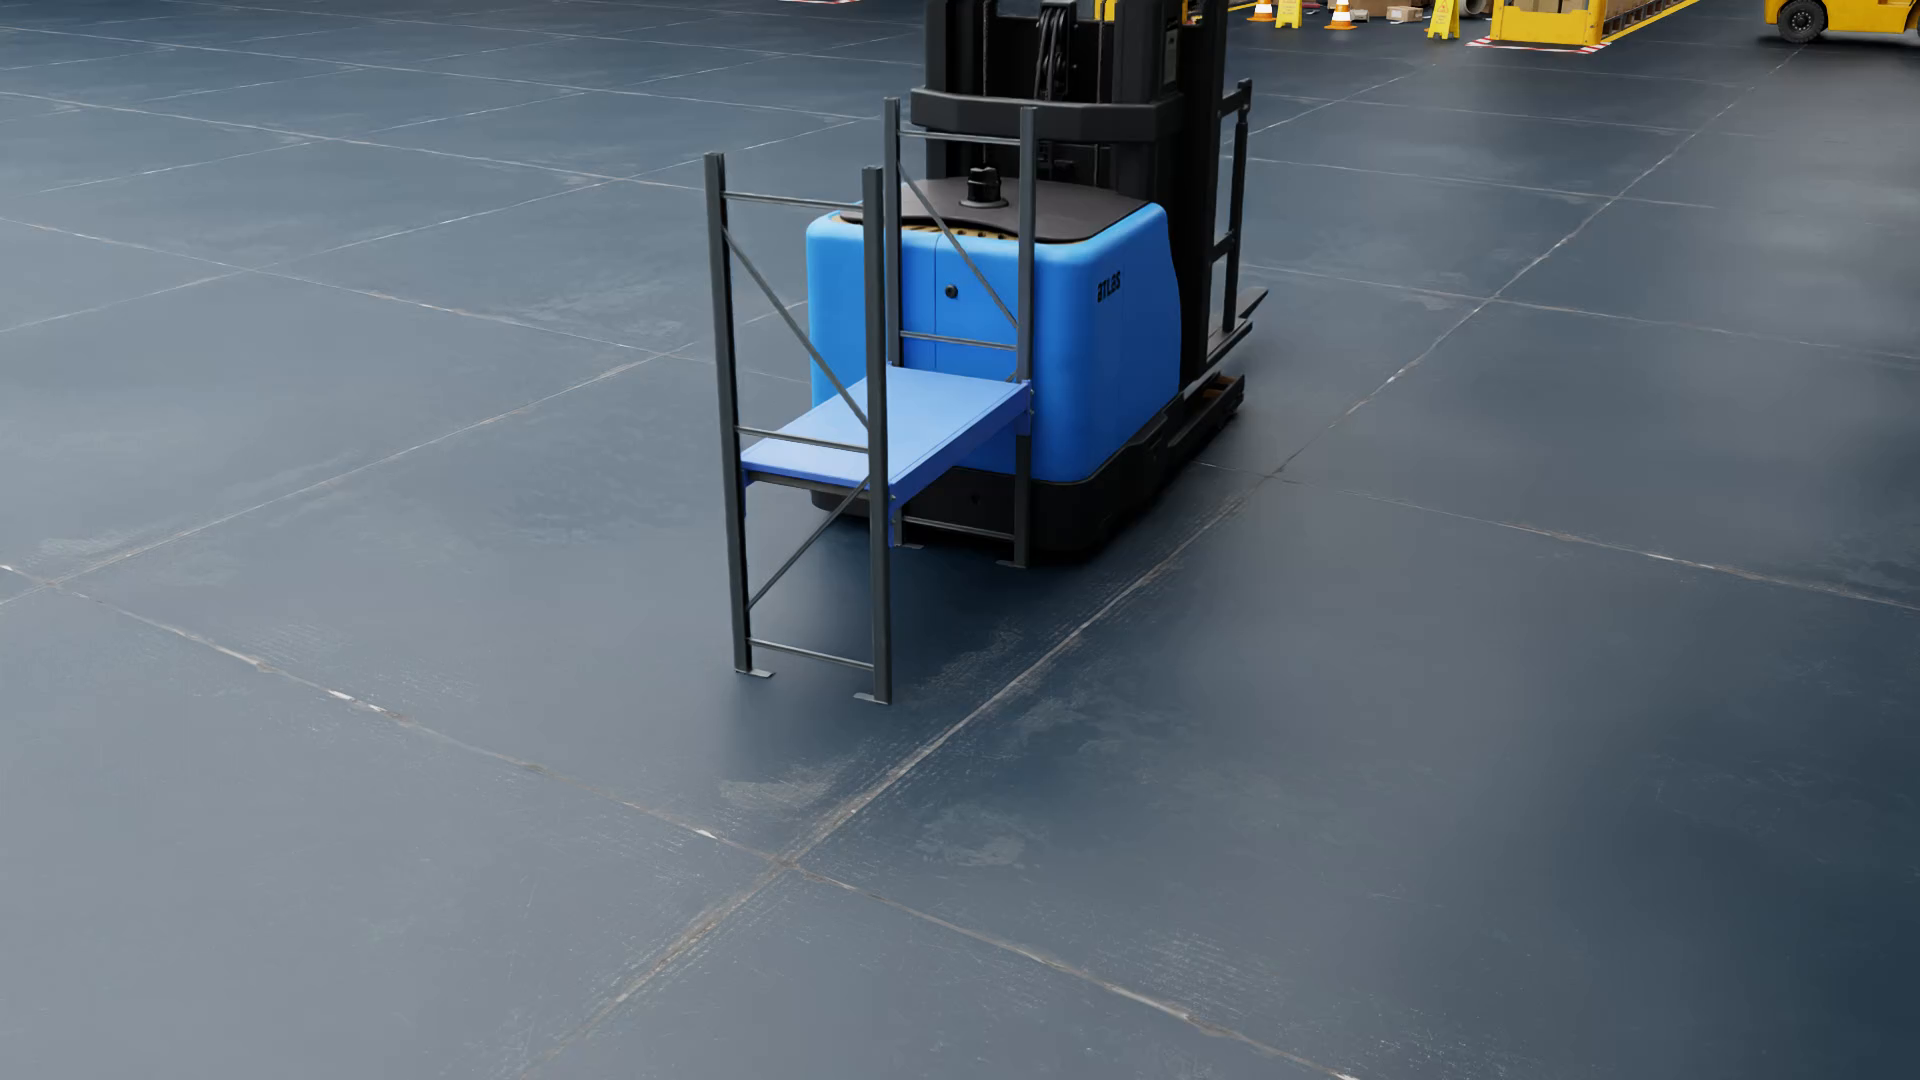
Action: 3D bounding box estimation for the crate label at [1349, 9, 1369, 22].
[{"bbox_3d":[4.919,-6.474,20.533,0.250,0.136,0.298,1,23,2],"label":"crate label"}]

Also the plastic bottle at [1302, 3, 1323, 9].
[{"bbox_3d":[4.659,-7.075,22.017,0.283,0.061,0.133,5,24,11],"label":"plastic bottle"}]

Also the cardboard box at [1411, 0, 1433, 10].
[{"bbox_3d":[5.810,-7.334,21.886,0.797,0.637,0.503,14,27,29],"label":"cardboard box"}]

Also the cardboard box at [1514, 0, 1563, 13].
[{"bbox_3d":[6.759,-6.245,19.331,0.500,0.250,0.500,14,27,29],"label":"cardboard box"}]

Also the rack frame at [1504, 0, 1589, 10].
[{"bbox_3d":[6.548,-6.976,18.089,1.000,3.000,0.127,14,27,29],"label":"rack frame"}]

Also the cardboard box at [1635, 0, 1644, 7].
[{"bbox_3d":[8.030,-6.649,20.266,0.500,0.250,0.500,14,27,30],"label":"cardboard box"}]

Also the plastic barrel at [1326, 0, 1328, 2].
[{"bbox_3d":[5.104,-7.443,22.410,0.421,0.421,0.512,-7,24,-17],"label":"plastic barrel"}]

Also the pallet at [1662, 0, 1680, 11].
[{"bbox_3d":[9.068,-7.310,22.370,1.003,0.211,1.213,14,27,29],"label":"pallet"}]

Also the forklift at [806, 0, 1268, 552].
[{"bbox_3d":[0.544,-1.860,6.358,1.130,2.935,3.031,10,25,22],"label":"forklift"}]

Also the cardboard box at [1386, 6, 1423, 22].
[{"bbox_3d":[5.523,-6.533,20.655,0.250,0.149,0.380,-12,26,-26],"label":"cardboard box"}]

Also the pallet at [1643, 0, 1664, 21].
[{"bbox_3d":[8.334,-6.813,21.221,1.003,0.211,1.213,14,27,29],"label":"pallet"}]

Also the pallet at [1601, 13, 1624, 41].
[{"bbox_3d":[7.047,-5.989,19.319,1.003,0.211,1.213,14,27,29],"label":"pallet"}]

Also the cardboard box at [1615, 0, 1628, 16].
[{"bbox_3d":[7.484,-6.292,19.442,0.500,0.250,0.500,15,28,31],"label":"cardboard box"}]

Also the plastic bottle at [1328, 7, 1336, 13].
[{"bbox_3d":[4.839,-6.860,21.519,0.133,0.061,0.283,5,24,11],"label":"plastic bottle"}]

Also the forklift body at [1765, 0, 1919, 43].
[{"bbox_3d":[10.218,-6.570,18.220,2.313,2.155,1.214,14,27,29],"label":"forklift body"}]

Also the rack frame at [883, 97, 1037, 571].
[{"bbox_3d":[-0.003,-0.634,5.326,0.500,1.500,0.032,10,25,22],"label":"rack frame"}]

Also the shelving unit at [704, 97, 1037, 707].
[{"bbox_3d":[-0.214,-0.450,4.901,0.538,1.500,1.048,10,25,22],"label":"shelving unit"}]

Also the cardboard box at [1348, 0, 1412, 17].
[{"bbox_3d":[5.324,-6.954,21.180,0.797,0.503,0.637,-3,24,-7],"label":"cardboard box"}]

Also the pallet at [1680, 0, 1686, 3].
[{"bbox_3d":[9.710,-7.723,23.325,1.003,0.211,1.213,14,27,29],"label":"pallet"}]

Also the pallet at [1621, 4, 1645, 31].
[{"bbox_3d":[7.691,-6.399,20.266,1.003,0.211,1.213,14,27,29],"label":"pallet"}]

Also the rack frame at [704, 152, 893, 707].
[{"bbox_3d":[-0.424,-0.266,4.477,0.500,1.500,0.032,10,25,22],"label":"rack frame"}]

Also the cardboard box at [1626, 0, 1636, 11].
[{"bbox_3d":[7.762,-6.479,19.873,0.500,0.250,0.500,16,28,32],"label":"cardboard box"}]

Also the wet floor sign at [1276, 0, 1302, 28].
[{"bbox_3d":[3.957,-6.474,19.894,0.267,0.644,0.232,9,25,20],"label":"wet floor sign"}]

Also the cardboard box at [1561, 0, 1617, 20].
[{"bbox_3d":[7.209,-6.122,19.047,0.500,0.250,0.500,14,27,29],"label":"cardboard box"}]

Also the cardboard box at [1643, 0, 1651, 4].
[{"bbox_3d":[8.302,-6.820,20.660,0.500,0.250,0.500,13,27,28],"label":"cardboard box"}]

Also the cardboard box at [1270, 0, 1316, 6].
[{"bbox_3d":[4.453,-7.445,22.314,0.500,0.500,0.500,20,30,38],"label":"cardboard box"}]

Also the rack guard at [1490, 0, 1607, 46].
[{"bbox_3d":[6.588,-5.855,18.645,1.175,0.500,0.348,14,27,29],"label":"rack guard"}]

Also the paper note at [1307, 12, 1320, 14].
[{"bbox_3d":[4.537,-6.776,21.365,0.142,0.017,0.144,-17,29,-35],"label":"paper note"}]

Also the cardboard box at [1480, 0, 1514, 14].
[{"bbox_3d":[6.937,-7.104,21.527,0.500,0.500,0.500,-7,24,-17],"label":"cardboard box"}]

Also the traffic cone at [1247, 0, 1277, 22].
[{"bbox_3d":[3.776,-6.697,20.637,0.336,0.463,0.334,14,27,29],"label":"traffic cone"}]

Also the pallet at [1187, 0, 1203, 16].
[{"bbox_3d":[2.645,-6.986,21.622,1.003,0.211,1.213,14,27,29],"label":"pallet"}]

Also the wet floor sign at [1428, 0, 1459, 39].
[{"bbox_3d":[5.539,-6.056,18.927,0.232,0.644,0.267,-17,29,-35],"label":"wet floor sign"}]

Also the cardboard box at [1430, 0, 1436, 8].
[{"bbox_3d":[6.405,-7.247,22.155,0.258,0.266,0.396,-3,24,-7],"label":"cardboard box"}]

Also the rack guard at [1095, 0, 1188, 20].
[{"bbox_3d":[2.277,-6.824,20.885,1.175,0.500,0.348,14,27,29],"label":"rack guard"}]

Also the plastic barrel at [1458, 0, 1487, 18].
[{"bbox_3d":[6.352,-6.808,20.944,0.421,0.421,0.512,-7,24,-17],"label":"plastic barrel"}]

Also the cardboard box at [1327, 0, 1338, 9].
[{"bbox_3d":[5.058,-7.109,21.837,0.396,0.266,0.258,20,30,38],"label":"cardboard box"}]

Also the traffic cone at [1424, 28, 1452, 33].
[{"bbox_3d":[5.679,-6.228,19.553,0.336,0.463,0.334,14,27,29],"label":"traffic cone"}]

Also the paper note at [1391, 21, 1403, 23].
[{"bbox_3d":[5.356,-6.350,20.380,0.148,0.019,0.142,5,24,11],"label":"paper note"}]

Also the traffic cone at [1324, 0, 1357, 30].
[{"bbox_3d":[4.557,-6.345,19.825,0.336,0.463,0.334,14,27,29],"label":"traffic cone"}]

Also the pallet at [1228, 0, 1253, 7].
[{"bbox_3d":[3.289,-7.396,22.569,1.003,0.211,1.213,14,27,29],"label":"pallet"}]

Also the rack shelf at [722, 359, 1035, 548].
[{"bbox_3d":[-0.214,-0.285,4.973,0.538,0.185,1.000,10,25,22],"label":"rack shelf"}]
